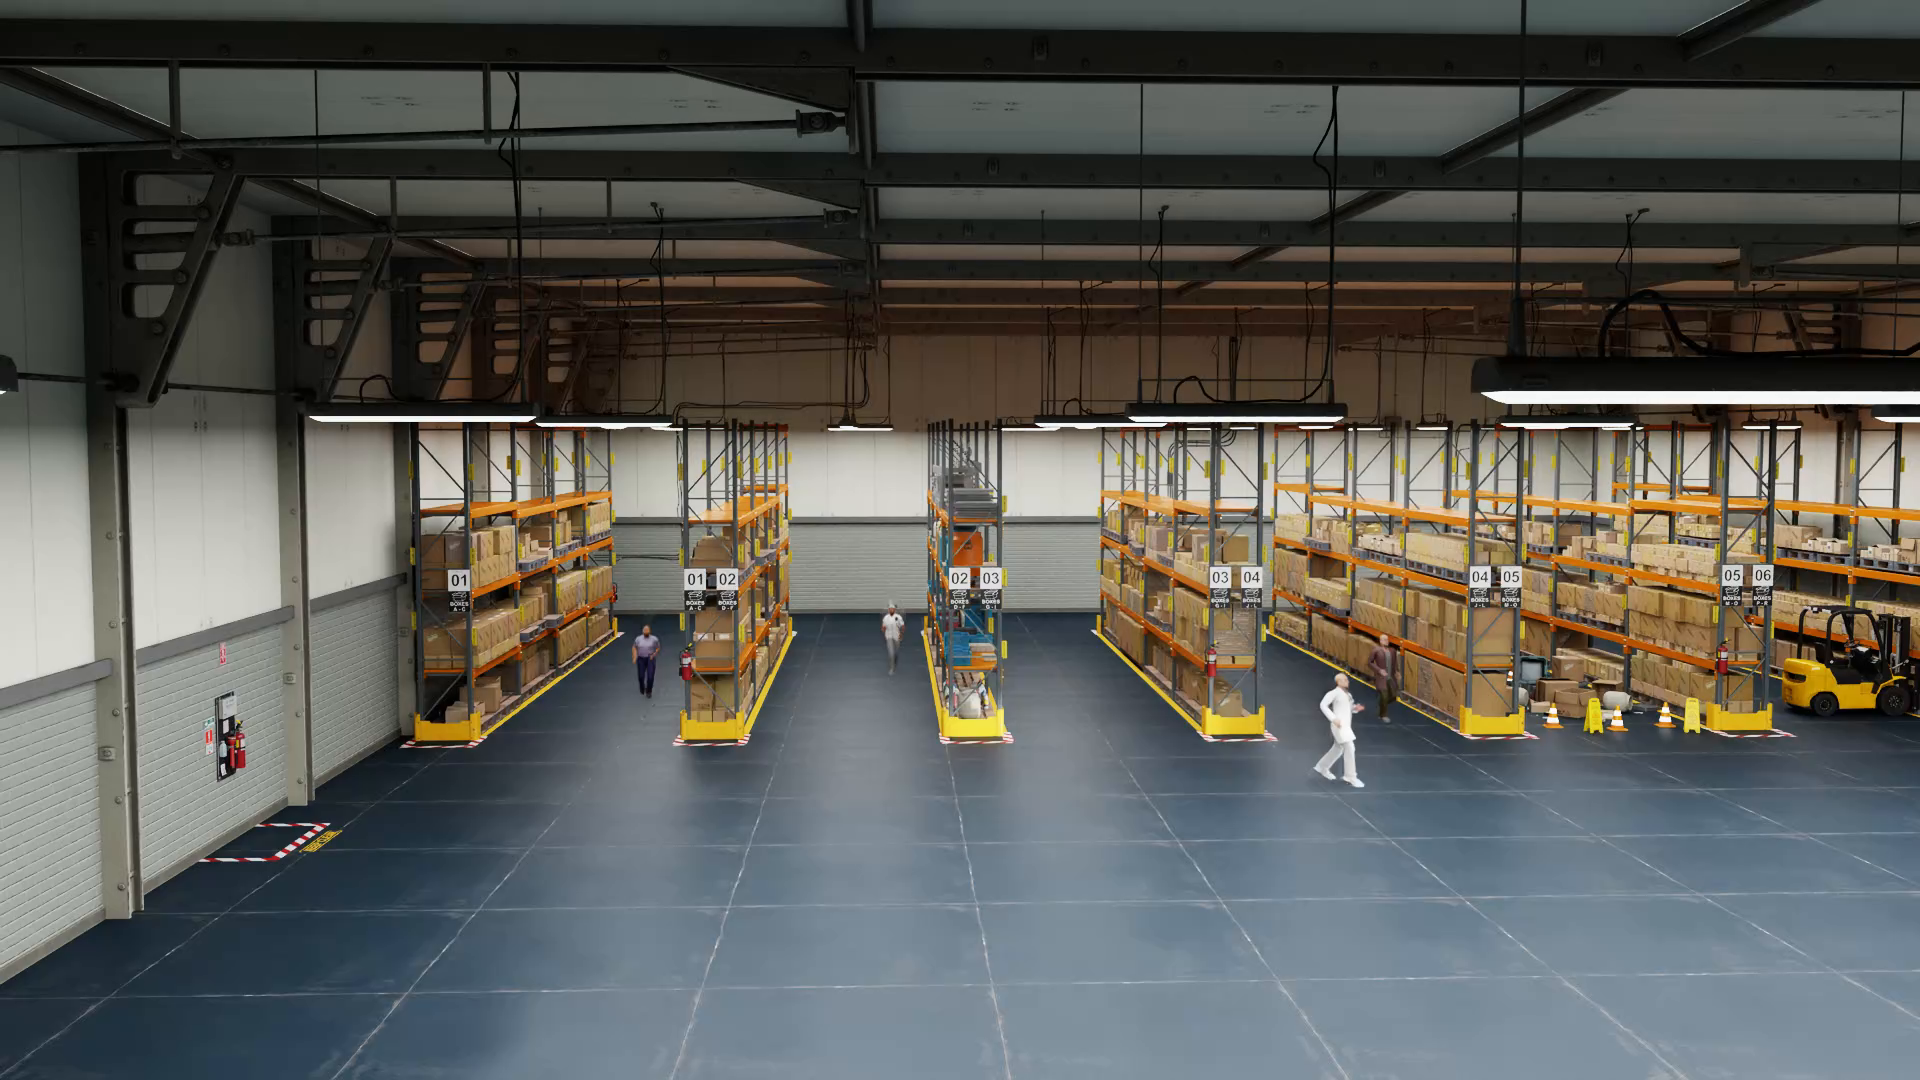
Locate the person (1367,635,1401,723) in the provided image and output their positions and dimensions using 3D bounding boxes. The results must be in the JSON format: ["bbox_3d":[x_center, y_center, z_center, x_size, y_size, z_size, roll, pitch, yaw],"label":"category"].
[{"bbox_3d":[8.440,2.747,33.071,0.711,1.735,0.622,-1,4,-15],"label":"person"}]

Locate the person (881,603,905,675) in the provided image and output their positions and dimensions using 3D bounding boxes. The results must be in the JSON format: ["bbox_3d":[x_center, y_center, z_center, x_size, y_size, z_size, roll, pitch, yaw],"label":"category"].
[{"bbox_3d":[-1.580,2.313,39.162,0.575,1.673,0.492,0,4,2],"label":"person"}]

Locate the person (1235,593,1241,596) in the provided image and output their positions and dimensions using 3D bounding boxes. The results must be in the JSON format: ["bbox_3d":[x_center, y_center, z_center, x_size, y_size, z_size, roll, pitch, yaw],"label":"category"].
[{"bbox_3d":[7.693,1.847,47.262,0.815,1.691,0.513,1,4,13],"label":"person"}]

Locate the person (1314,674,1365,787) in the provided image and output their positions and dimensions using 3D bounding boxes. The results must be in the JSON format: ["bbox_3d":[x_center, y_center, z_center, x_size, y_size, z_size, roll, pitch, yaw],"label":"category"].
[{"bbox_3d":[6.201,3.088,27.156,0.876,1.822,0.678,2,4,27],"label":"person"}]

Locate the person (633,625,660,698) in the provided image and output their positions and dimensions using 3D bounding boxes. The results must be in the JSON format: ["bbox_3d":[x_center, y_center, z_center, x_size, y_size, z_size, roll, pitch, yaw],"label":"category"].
[{"bbox_3d":[-6.774,2.626,35.907,0.592,1.598,0.580,-1,4,-9],"label":"person"}]
